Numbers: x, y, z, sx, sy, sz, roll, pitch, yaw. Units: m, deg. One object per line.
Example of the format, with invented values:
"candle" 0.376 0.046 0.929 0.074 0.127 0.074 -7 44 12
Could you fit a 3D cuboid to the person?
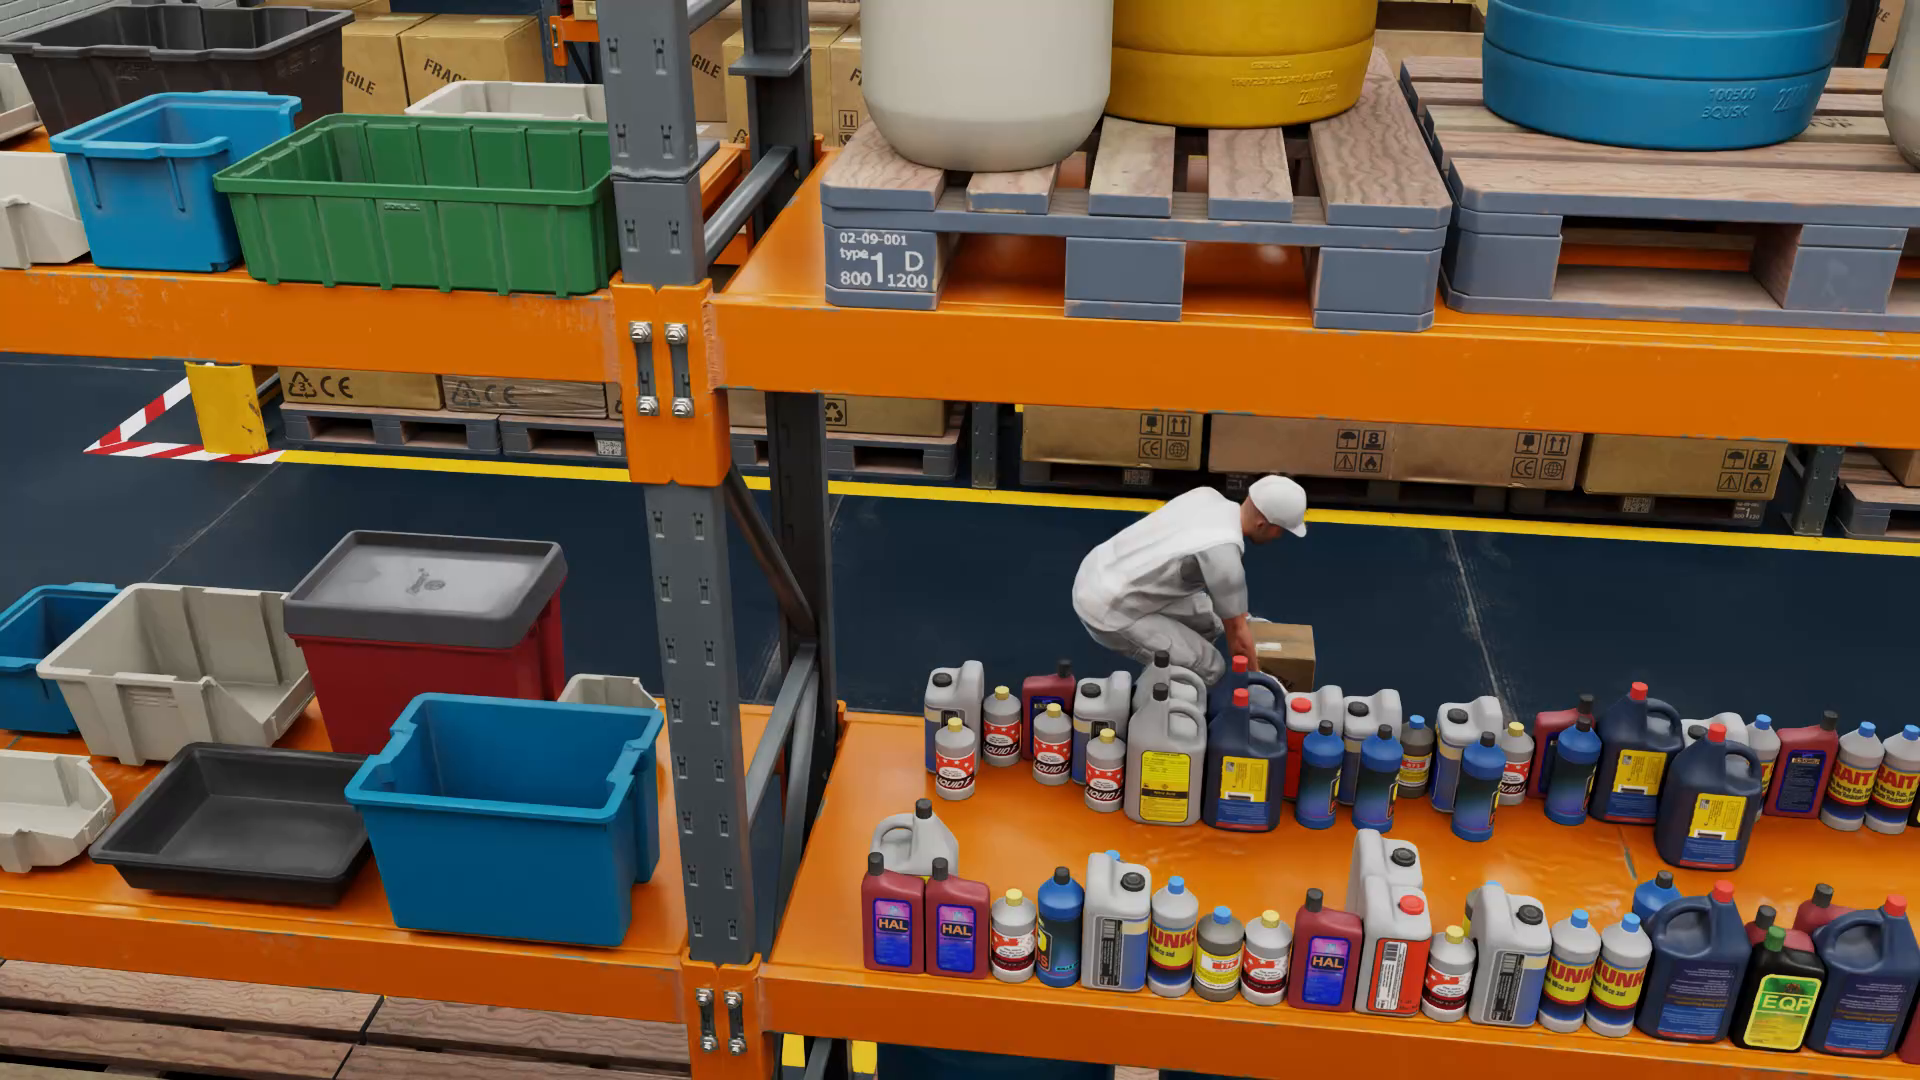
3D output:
"person" 0.857 0.253 6.342 0.856 1.115 0.581 3 28 6
